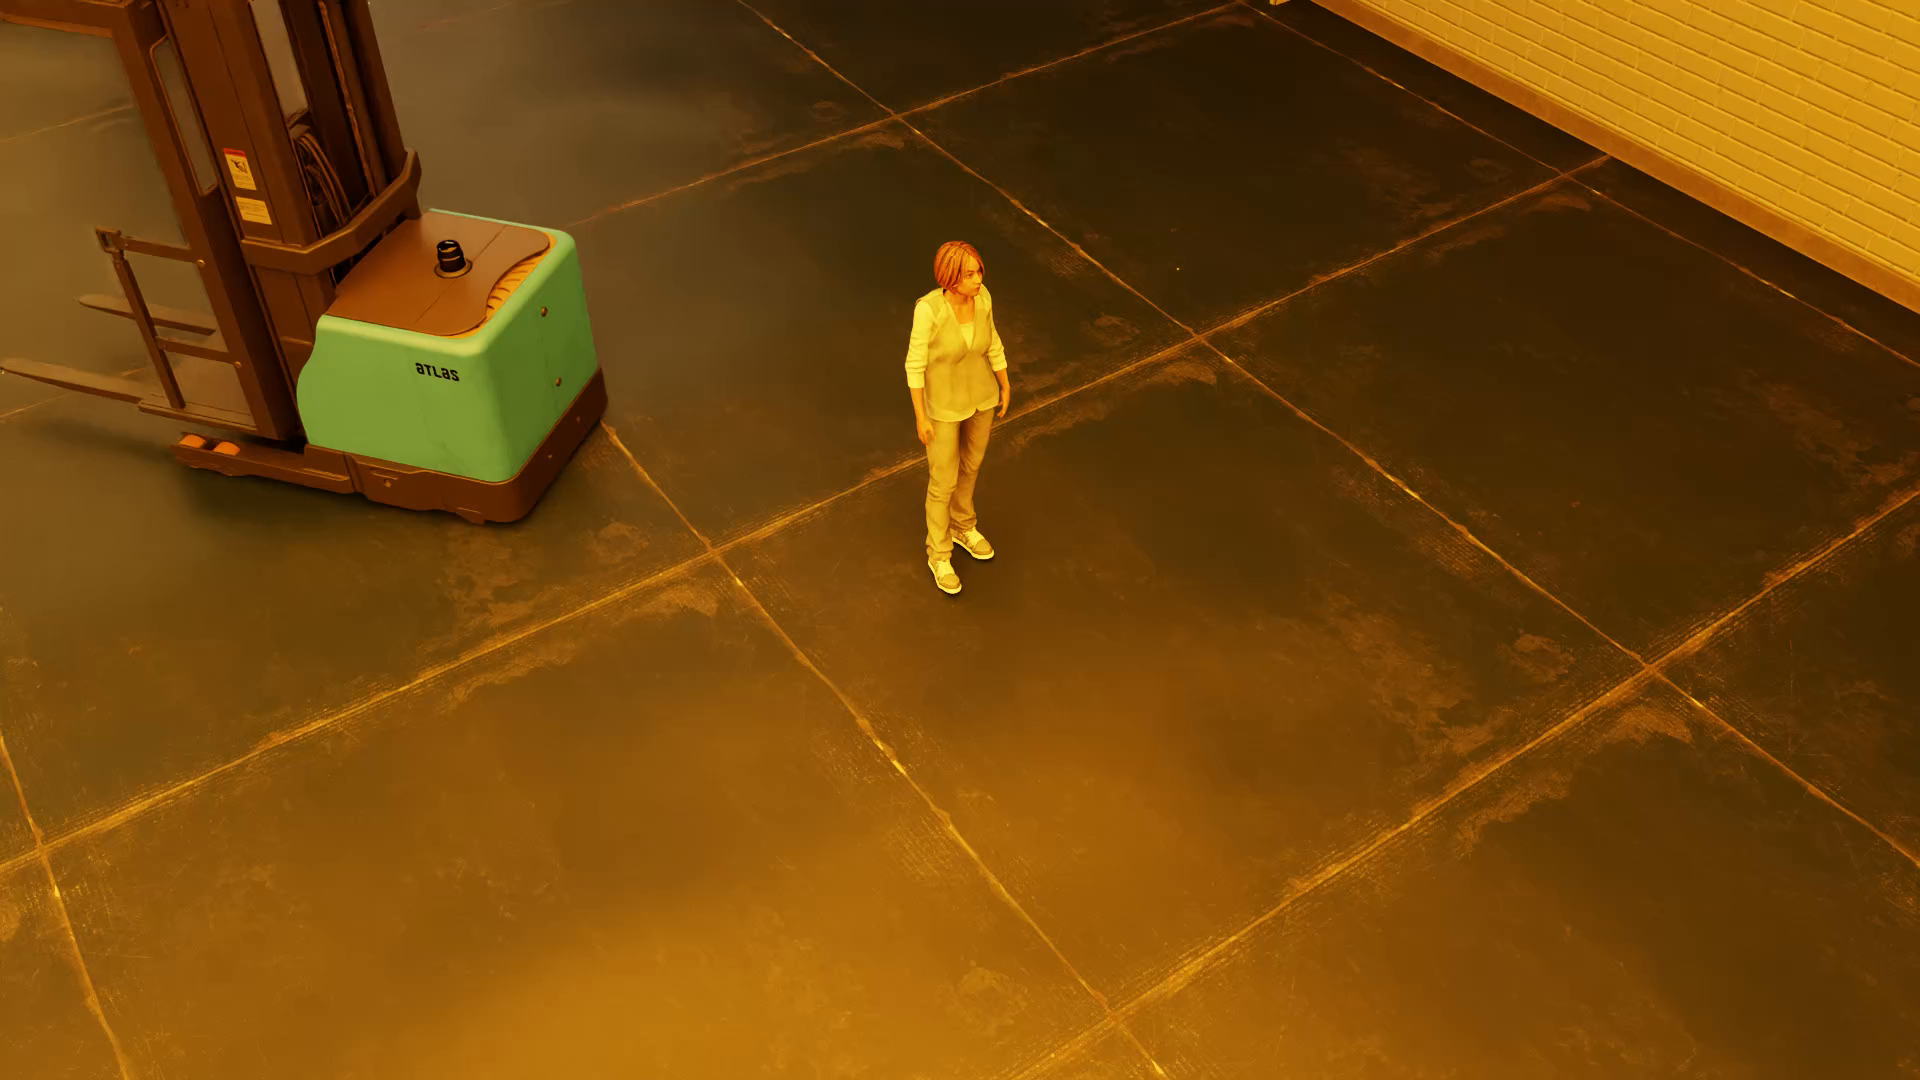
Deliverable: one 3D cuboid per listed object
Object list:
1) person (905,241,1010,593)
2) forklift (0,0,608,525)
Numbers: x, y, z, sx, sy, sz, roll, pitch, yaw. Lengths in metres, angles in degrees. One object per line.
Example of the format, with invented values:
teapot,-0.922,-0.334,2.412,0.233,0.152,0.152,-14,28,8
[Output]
person,0.032,-0.545,7.281,0.521,1.599,0.472,-25,48,-25
forklift,-3.382,-1.726,7.588,3.031,2.935,1.130,12,44,12
